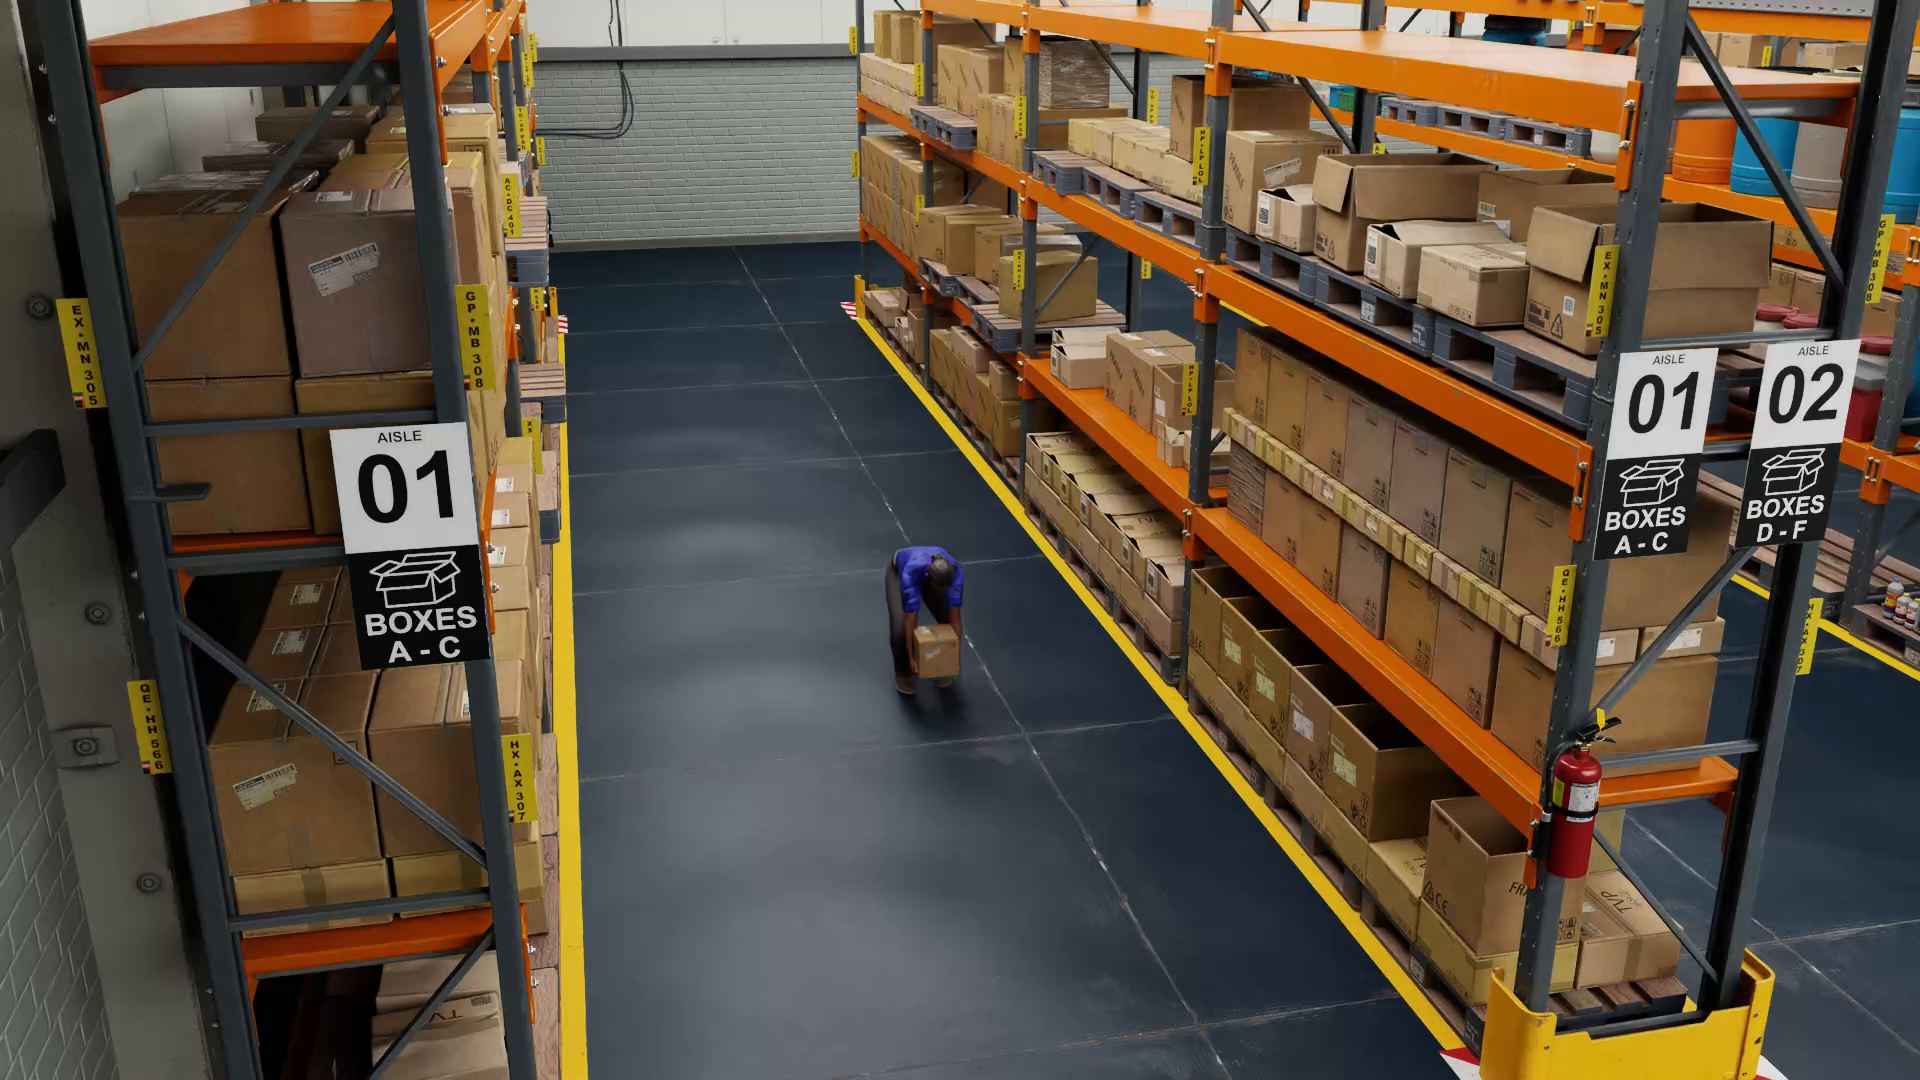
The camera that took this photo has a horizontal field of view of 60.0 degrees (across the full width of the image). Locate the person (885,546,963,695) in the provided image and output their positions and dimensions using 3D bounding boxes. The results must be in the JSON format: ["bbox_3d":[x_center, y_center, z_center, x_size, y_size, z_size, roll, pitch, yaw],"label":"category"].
[{"bbox_3d":[-0.212,0.500,10.597,0.452,1.048,0.850,-6,20,-15],"label":"person"}]
